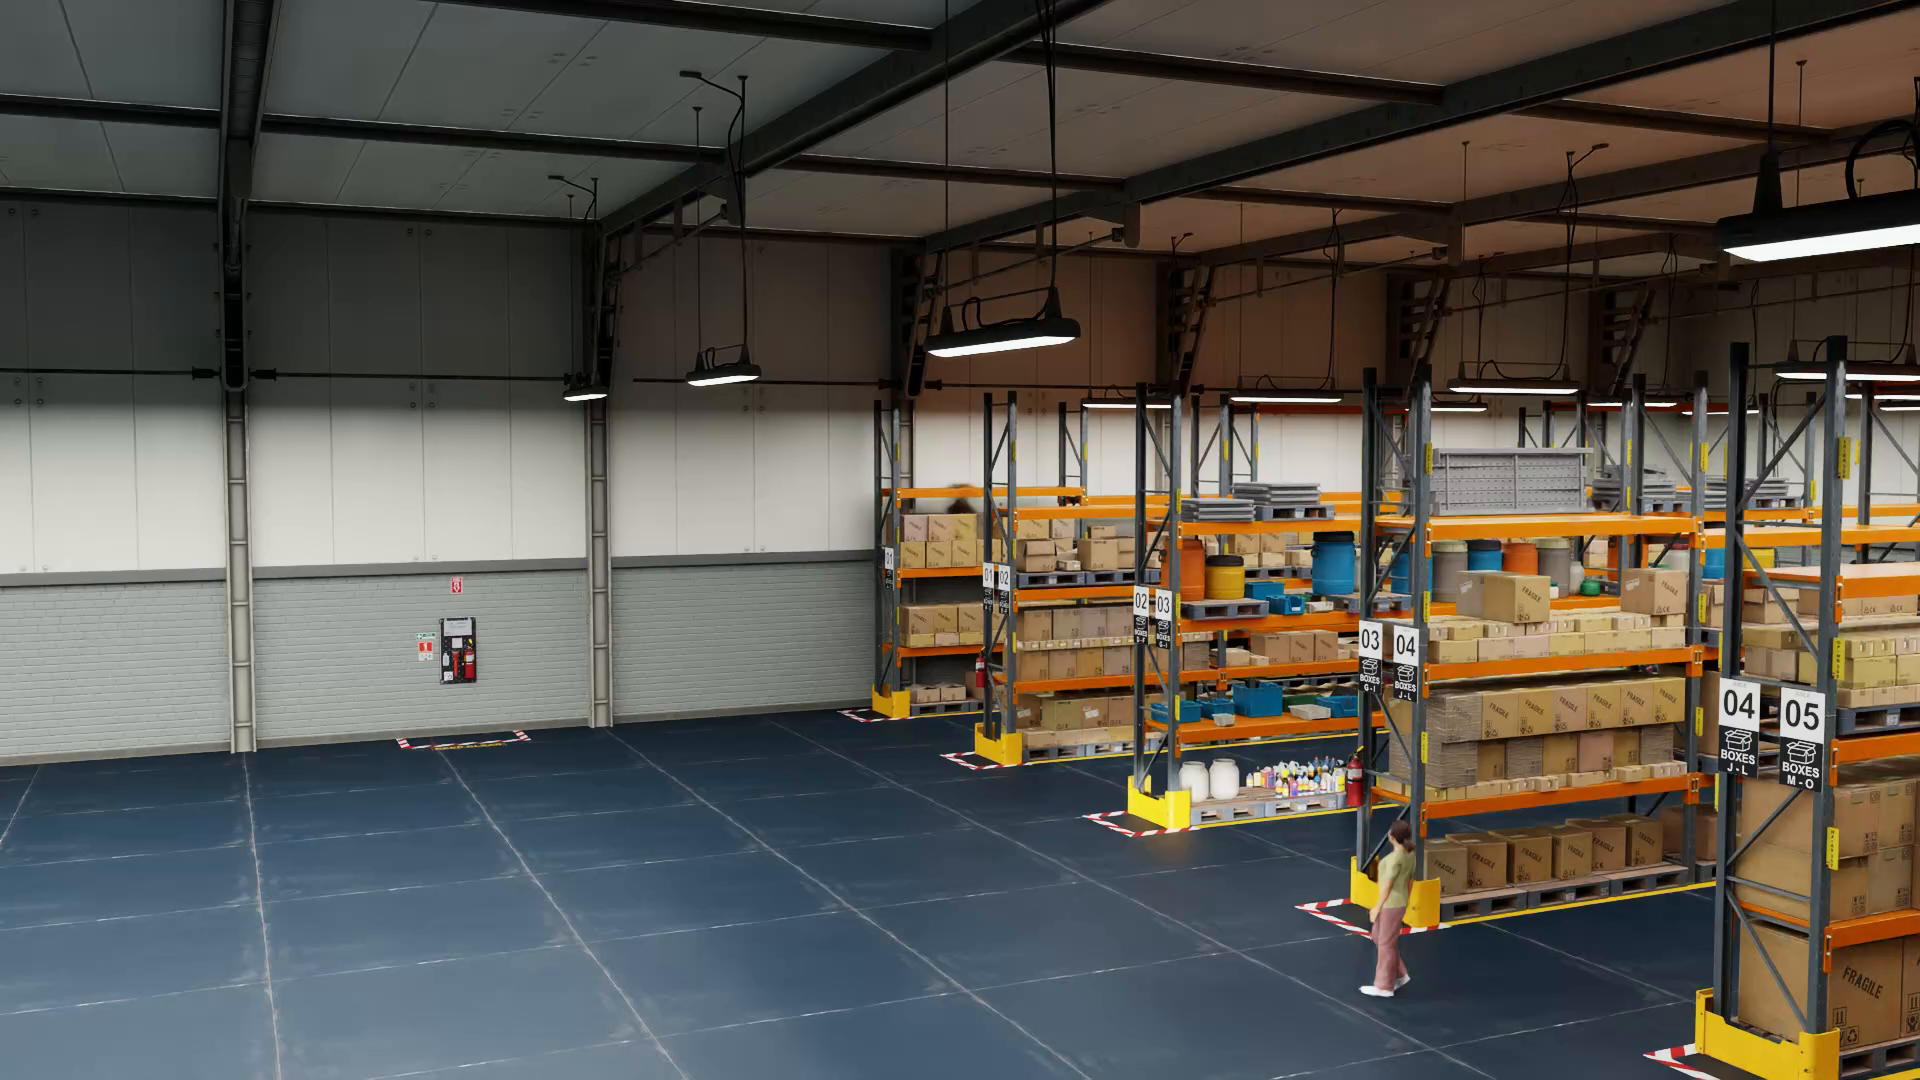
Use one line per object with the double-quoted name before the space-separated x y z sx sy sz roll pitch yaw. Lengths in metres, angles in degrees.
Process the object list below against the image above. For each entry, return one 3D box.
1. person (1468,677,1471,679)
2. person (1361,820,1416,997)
"person" 8.241 2.783 27.245 0.988 1.584 0.450 -2 4 -25
"person" 4.003 3.445 15.529 0.486 1.697 0.493 1 4 22
